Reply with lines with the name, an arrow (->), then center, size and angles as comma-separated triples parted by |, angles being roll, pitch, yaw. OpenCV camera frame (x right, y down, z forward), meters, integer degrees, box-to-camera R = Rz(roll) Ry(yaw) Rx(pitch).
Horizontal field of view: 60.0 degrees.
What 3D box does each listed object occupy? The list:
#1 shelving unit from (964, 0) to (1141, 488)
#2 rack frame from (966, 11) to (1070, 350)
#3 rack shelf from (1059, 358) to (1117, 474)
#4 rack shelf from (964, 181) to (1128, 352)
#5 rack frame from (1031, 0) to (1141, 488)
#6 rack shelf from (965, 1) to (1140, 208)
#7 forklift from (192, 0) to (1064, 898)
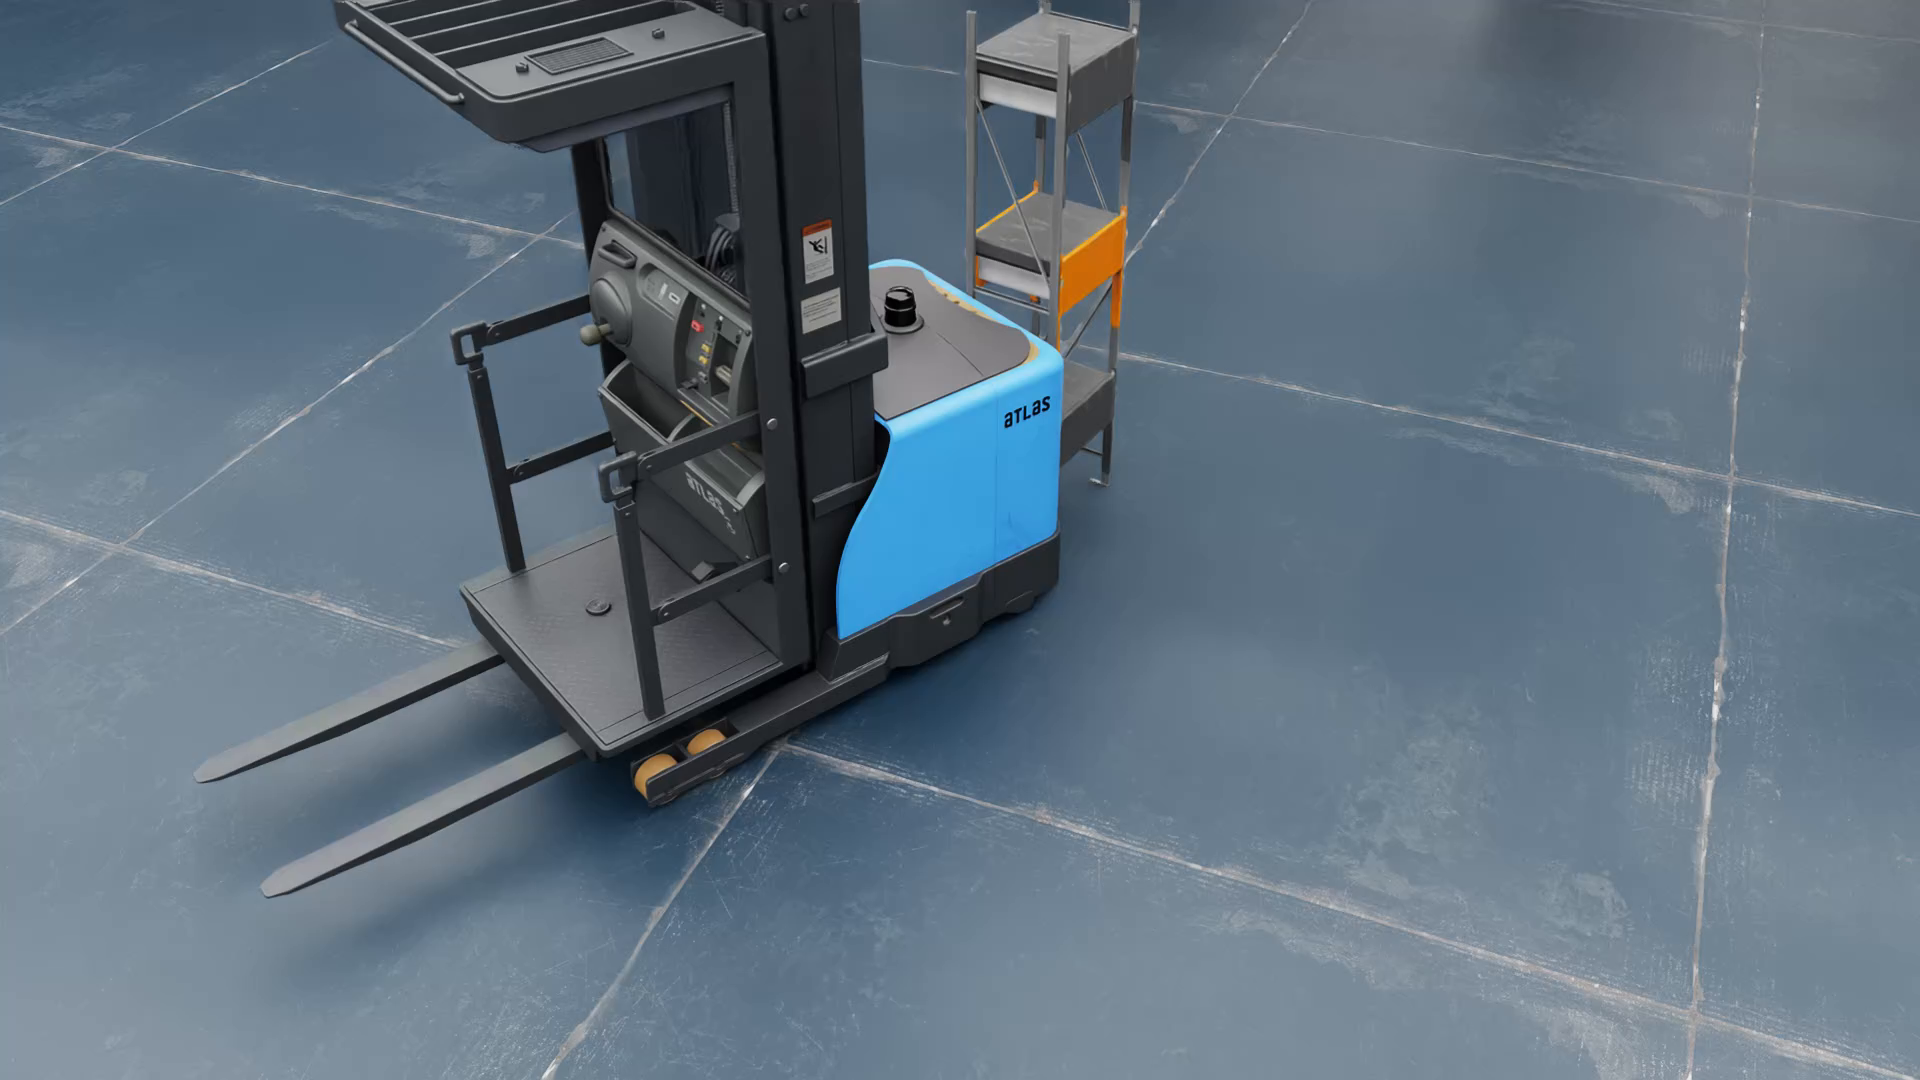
shelving unit -> 0.328, -1.010, 6.347 | 0.431, 2.100, 0.503 | 22, 42, 26
rack frame -> 0.192, -0.888, 6.185 | 0.400, 2.100, 0.015 | 22, 42, 26
rack shelf -> 0.328, -0.438, 6.774 | 0.431, 0.518, 0.480 | 22, 42, 26
rack shelf -> 0.328, -0.999, 6.355 | 0.431, 0.518, 0.480 | 22, 42, 26
rack frame -> 0.463, -1.131, 6.510 | 0.400, 2.100, 0.015 | 22, 42, 26
rack shelf -> 0.328, -1.560, 5.936 | 0.431, 0.518, 0.480 | 22, 42, 26
forklift -> -1.088, -0.649, 5.170 | 3.031, 2.935, 1.130 | -25, 44, -30
